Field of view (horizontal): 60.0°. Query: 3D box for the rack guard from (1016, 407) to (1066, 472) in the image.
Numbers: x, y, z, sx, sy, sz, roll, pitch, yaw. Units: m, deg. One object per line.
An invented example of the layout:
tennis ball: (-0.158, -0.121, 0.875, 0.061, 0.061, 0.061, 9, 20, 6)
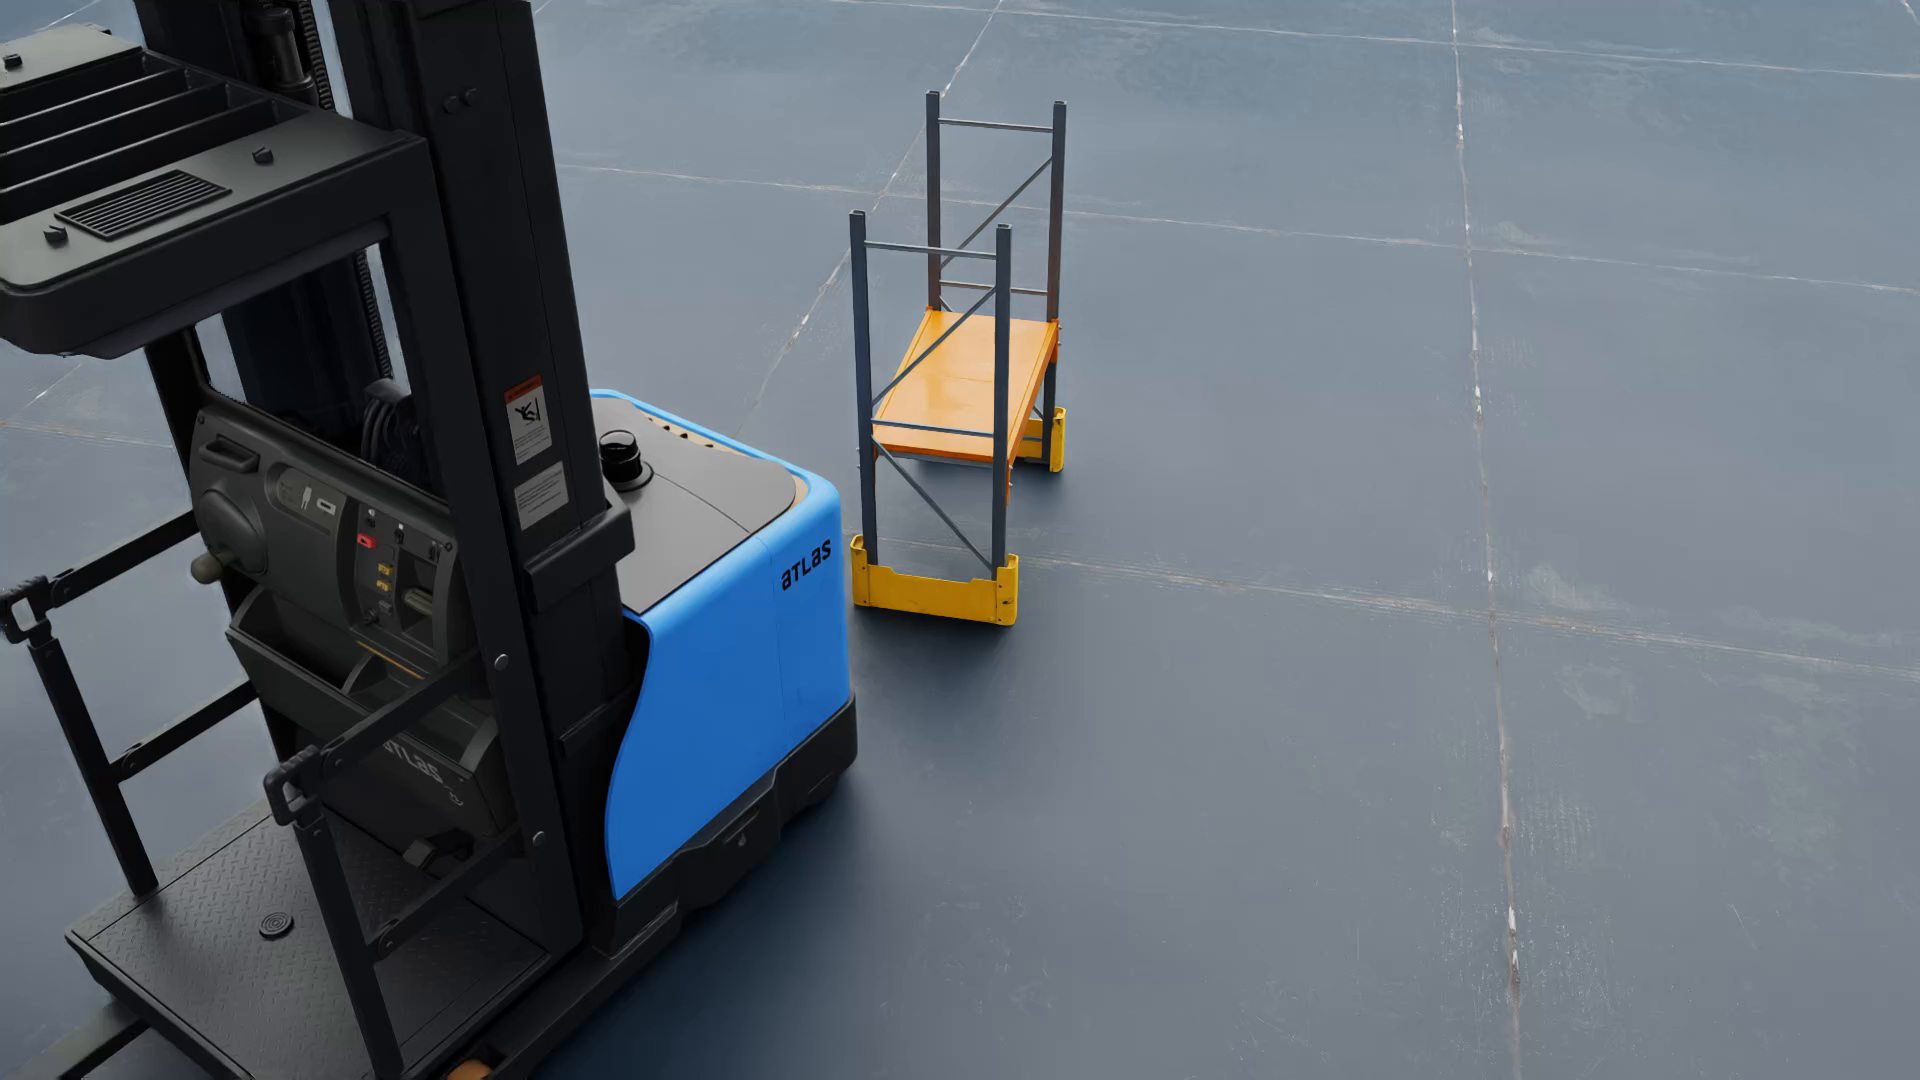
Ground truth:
rack guard: (0.123, -0.430, 6.631, 0.587, 0.250, 0.087, 7, 37, 10)

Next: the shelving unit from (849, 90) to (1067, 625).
shelving unit: (0.016, -0.651, 5.870, 0.587, 1.500, 1.083, 7, 37, 10)

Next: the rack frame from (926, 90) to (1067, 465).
rack frame: (0.127, -0.948, 6.279, 0.500, 1.500, 0.032, 7, 37, 10)

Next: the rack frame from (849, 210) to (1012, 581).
rack frame: (-0.090, -0.365, 5.475, 0.500, 1.500, 0.032, 7, 37, 10)

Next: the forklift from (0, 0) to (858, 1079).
forklift: (-1.586, 0.063, 3.665, 1.130, 2.935, 3.031, 23, 42, 28)

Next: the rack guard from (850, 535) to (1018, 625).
rack guard: (-0.090, 0.141, 5.843, 0.587, 0.250, 0.087, 7, 37, 10)

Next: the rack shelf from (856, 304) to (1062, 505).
rack shelf: (0.018, -0.511, 5.983, 0.538, 0.185, 1.000, 7, 37, 10)
